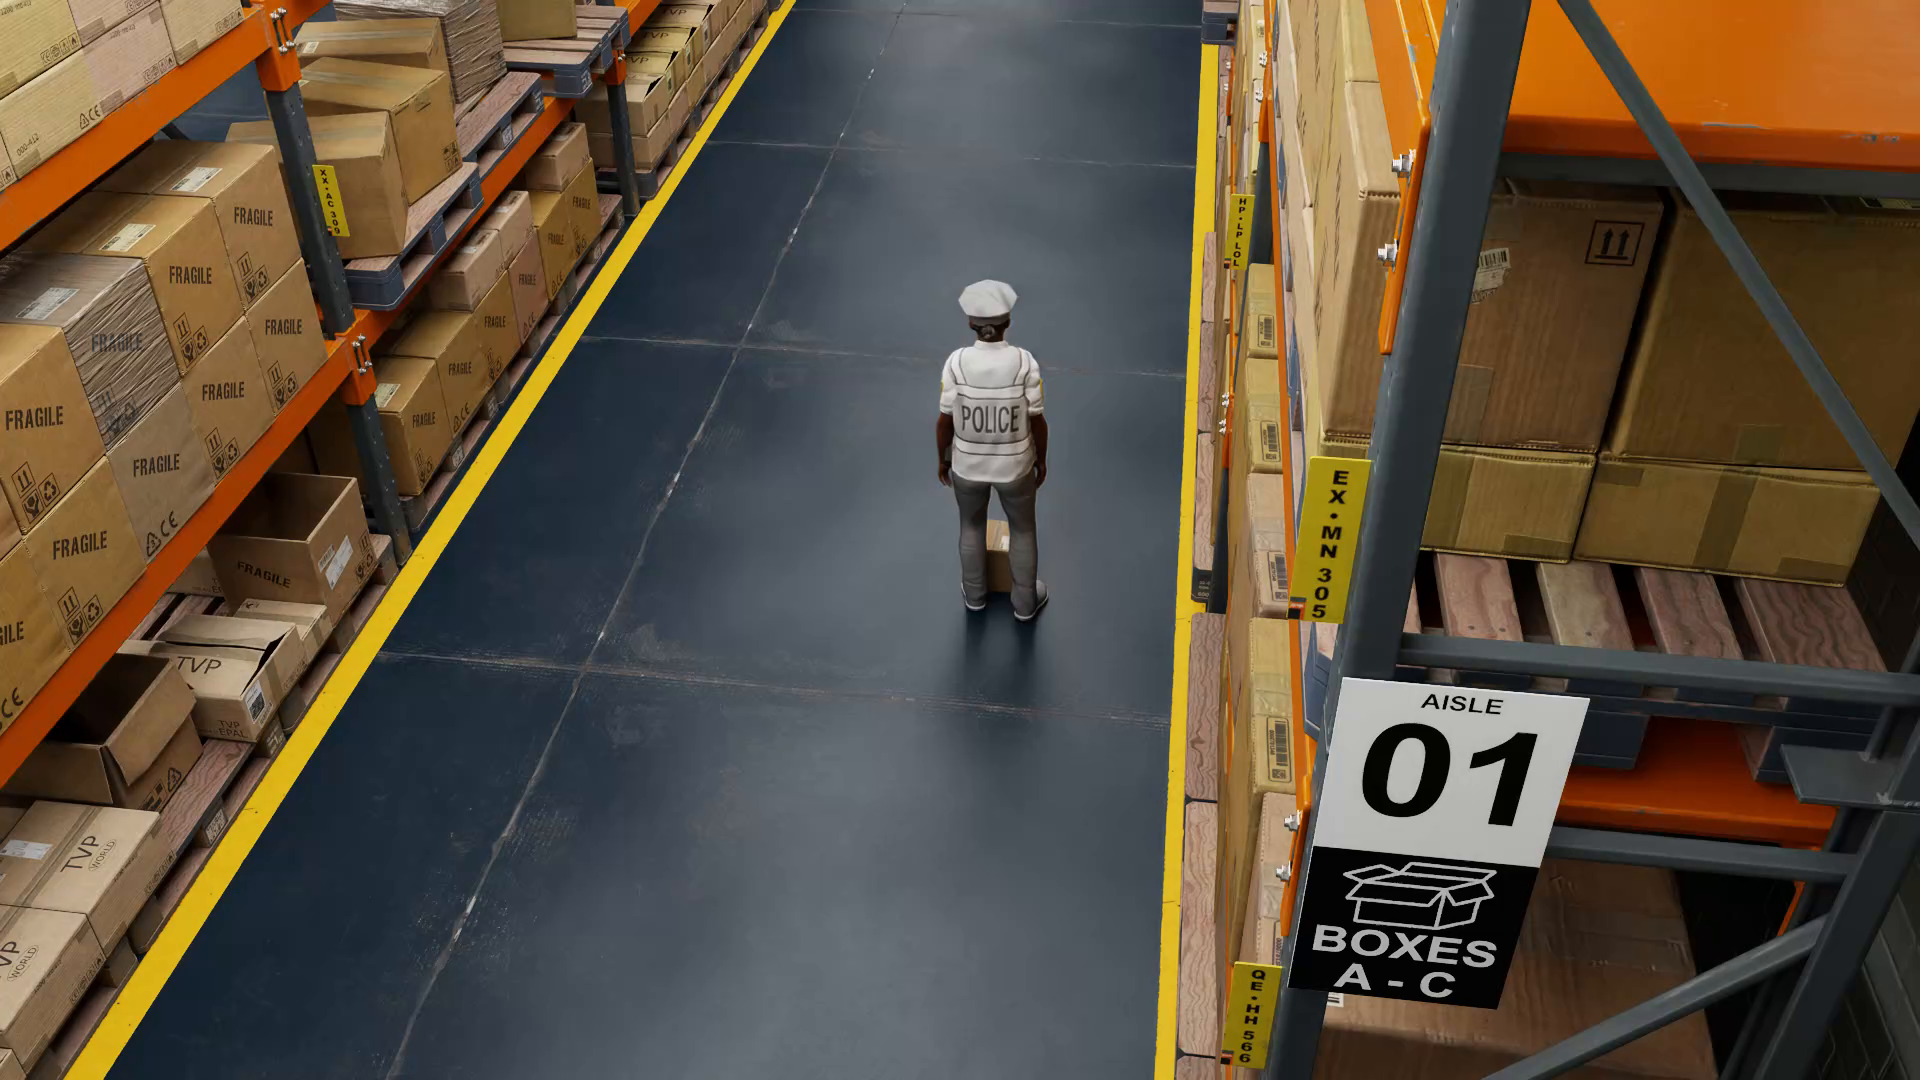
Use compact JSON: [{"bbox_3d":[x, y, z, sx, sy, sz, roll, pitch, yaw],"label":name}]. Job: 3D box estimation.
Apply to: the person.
[{"bbox_3d":[0.160,-0.361,7.527,0.528,1.661,0.426,2,36,3],"label":"person"}]
